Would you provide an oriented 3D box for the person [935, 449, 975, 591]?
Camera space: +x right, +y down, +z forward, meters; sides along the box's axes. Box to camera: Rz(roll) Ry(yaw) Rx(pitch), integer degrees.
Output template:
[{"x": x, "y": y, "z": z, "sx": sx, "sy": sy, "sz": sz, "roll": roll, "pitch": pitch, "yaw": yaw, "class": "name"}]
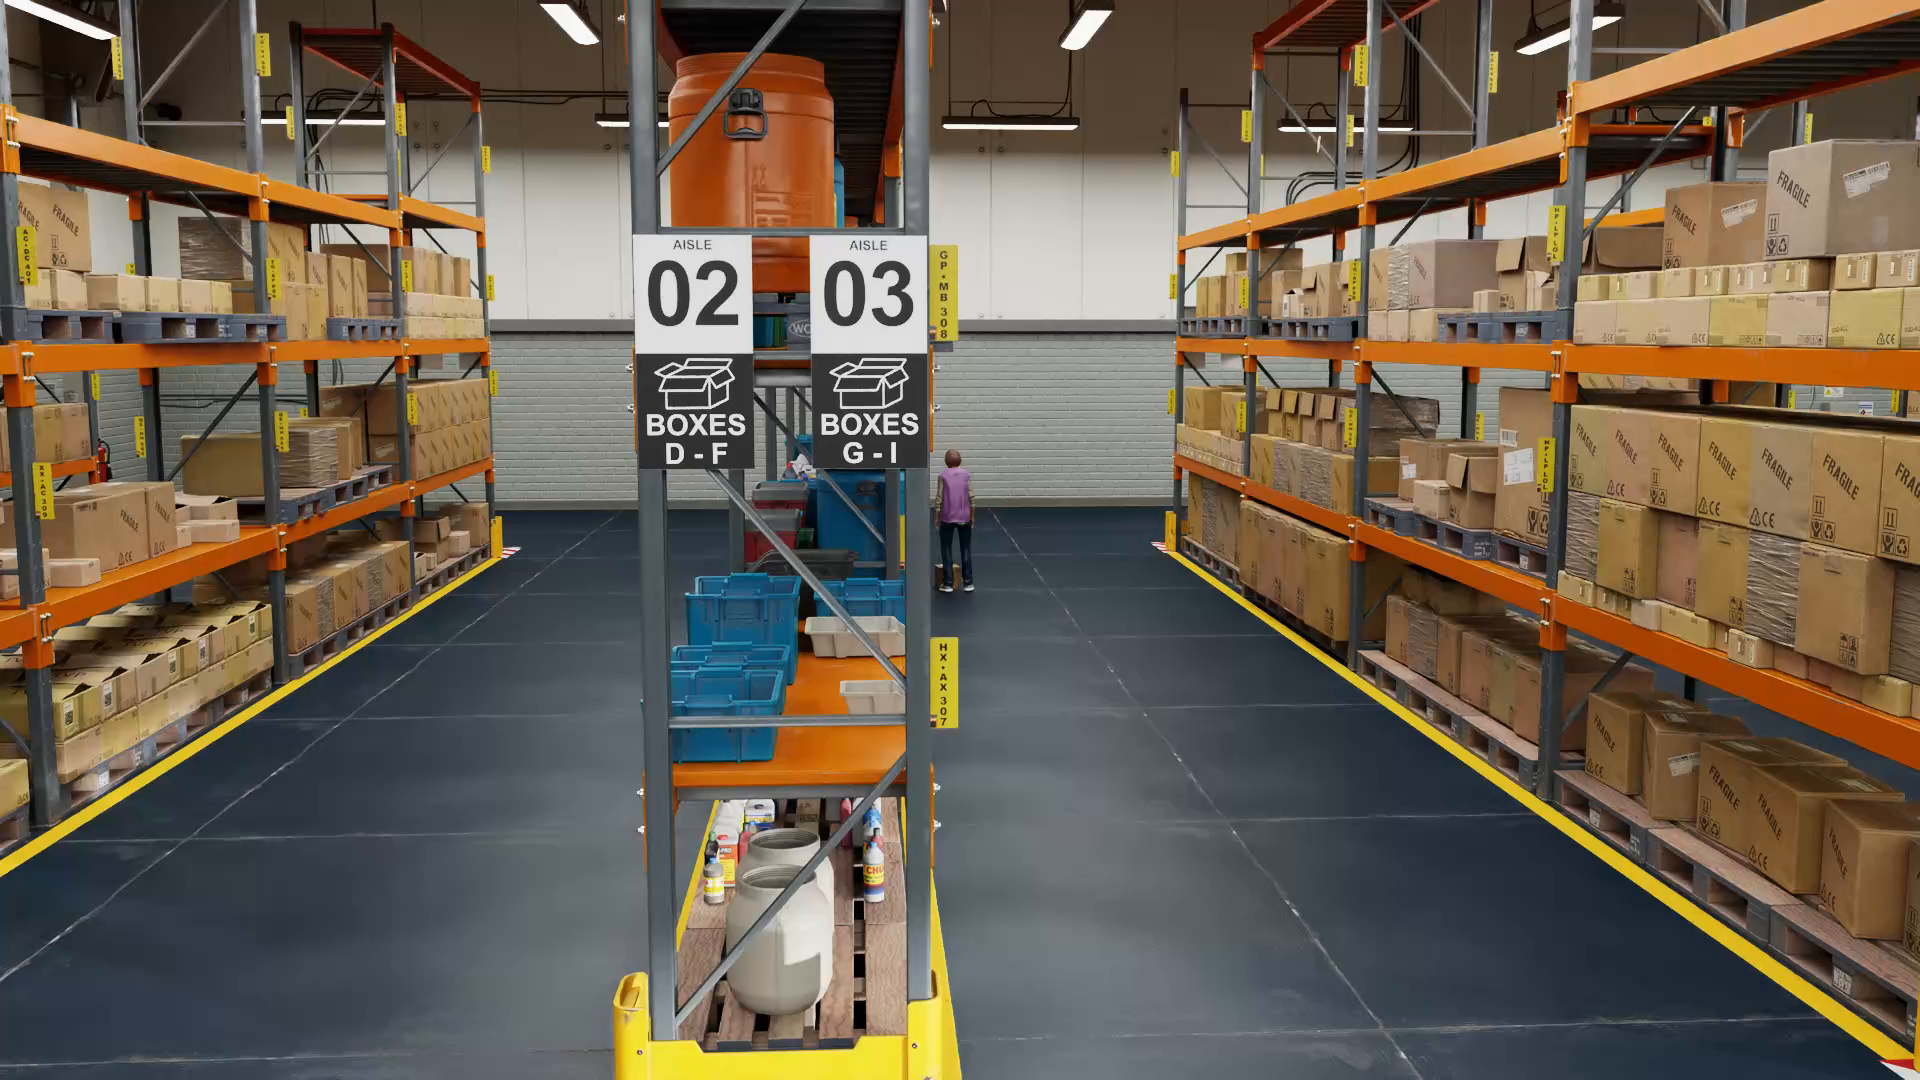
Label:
[{"x": -0.055, "y": -0.217, "z": 18.547, "sx": 0.463, "sy": 1.593, "sz": 0.343, "roll": -1, "pitch": 7, "yaw": -11, "class": "person"}]
